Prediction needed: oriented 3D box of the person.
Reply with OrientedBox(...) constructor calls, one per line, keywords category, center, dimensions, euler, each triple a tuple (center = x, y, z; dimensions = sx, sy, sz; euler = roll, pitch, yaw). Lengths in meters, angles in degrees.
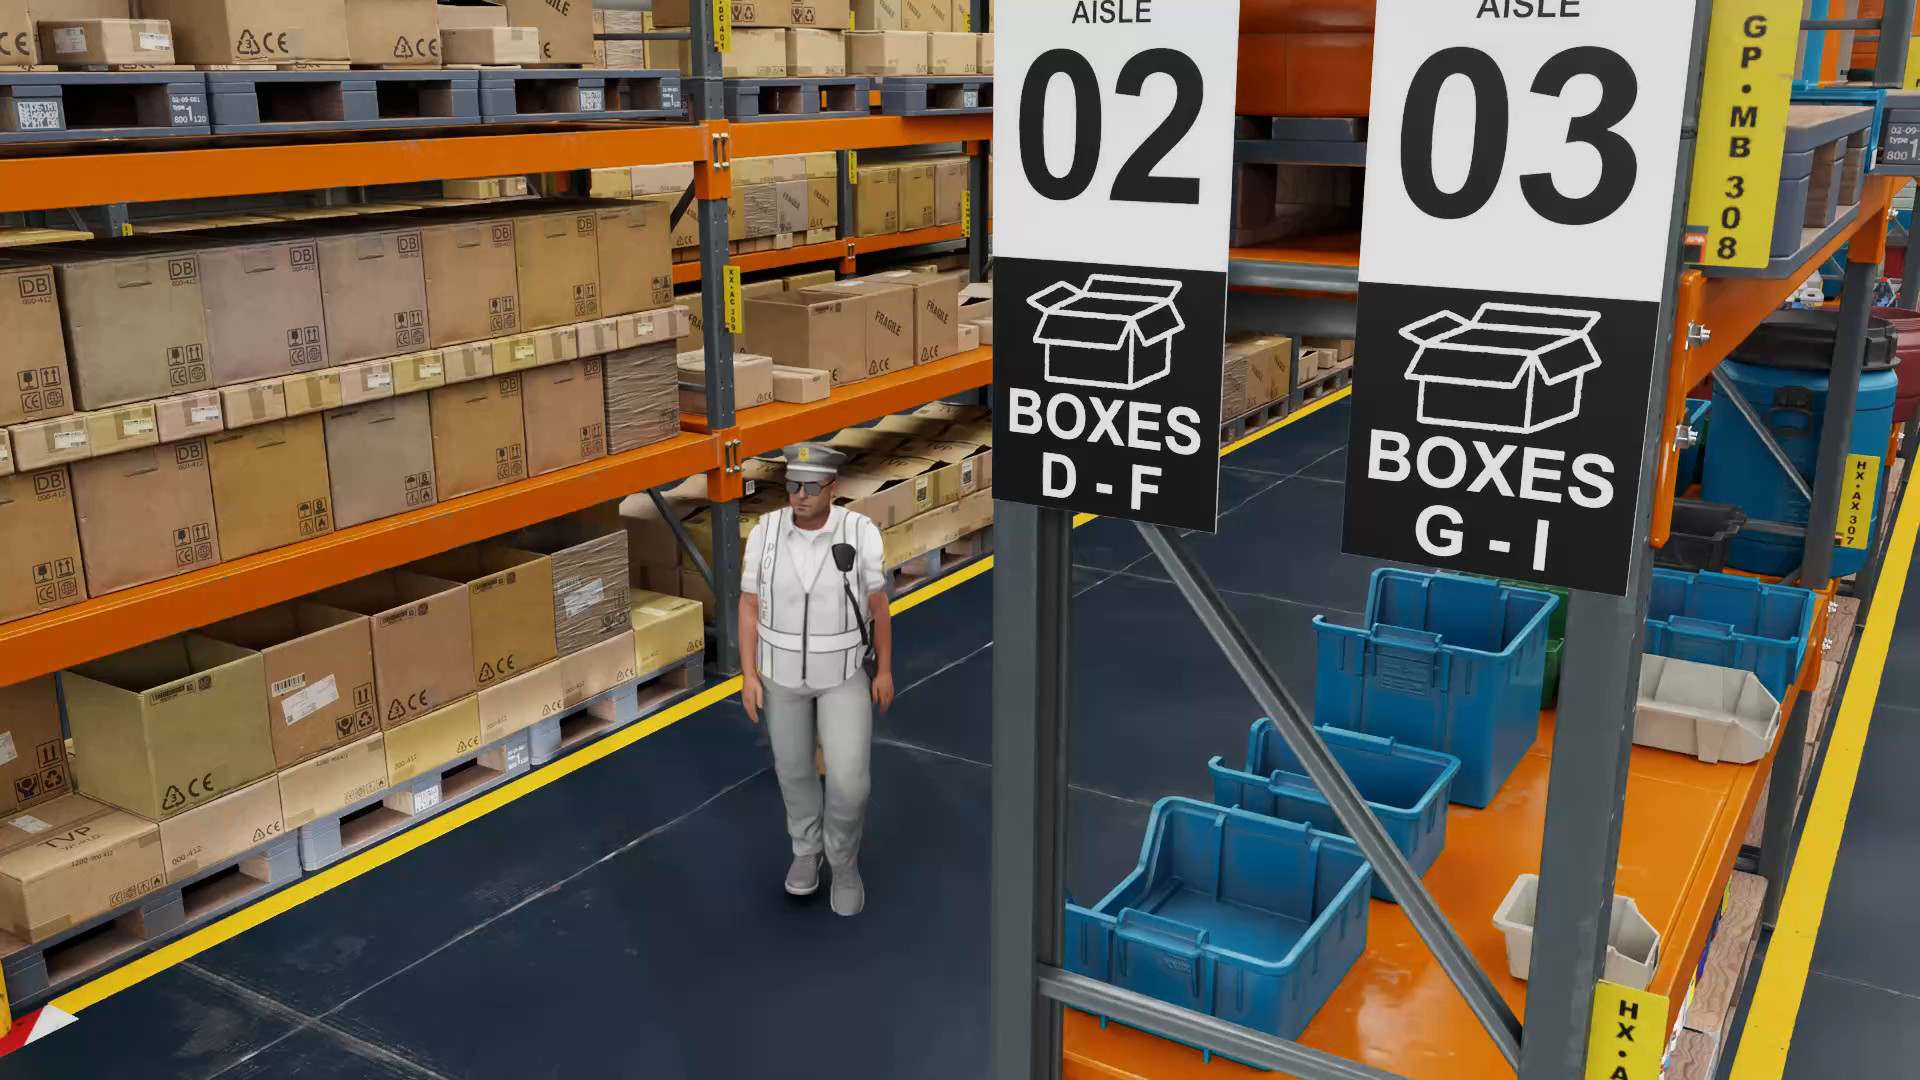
OrientedBox(category="person", center=(-0.544, 0.534, 6.162), dimensions=(0.565, 1.833, 0.499), euler=(2, 16, 6))
